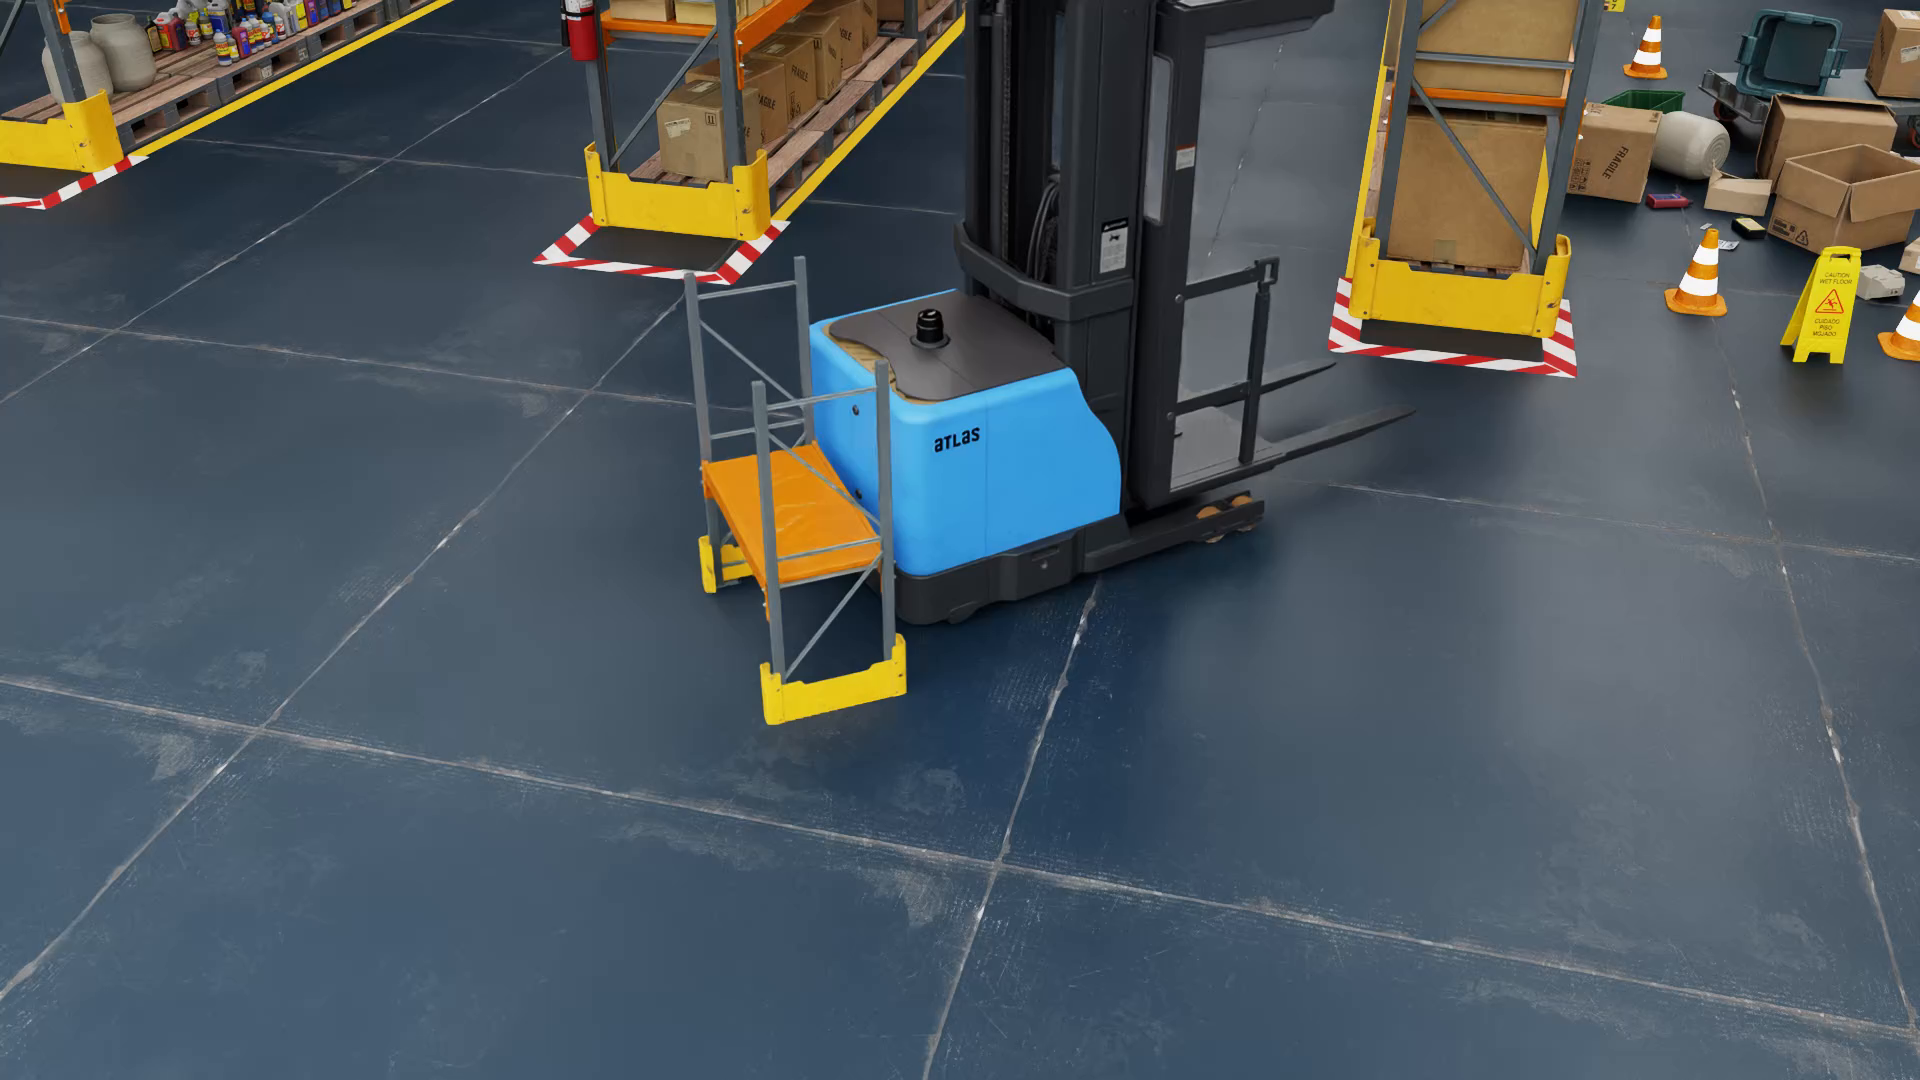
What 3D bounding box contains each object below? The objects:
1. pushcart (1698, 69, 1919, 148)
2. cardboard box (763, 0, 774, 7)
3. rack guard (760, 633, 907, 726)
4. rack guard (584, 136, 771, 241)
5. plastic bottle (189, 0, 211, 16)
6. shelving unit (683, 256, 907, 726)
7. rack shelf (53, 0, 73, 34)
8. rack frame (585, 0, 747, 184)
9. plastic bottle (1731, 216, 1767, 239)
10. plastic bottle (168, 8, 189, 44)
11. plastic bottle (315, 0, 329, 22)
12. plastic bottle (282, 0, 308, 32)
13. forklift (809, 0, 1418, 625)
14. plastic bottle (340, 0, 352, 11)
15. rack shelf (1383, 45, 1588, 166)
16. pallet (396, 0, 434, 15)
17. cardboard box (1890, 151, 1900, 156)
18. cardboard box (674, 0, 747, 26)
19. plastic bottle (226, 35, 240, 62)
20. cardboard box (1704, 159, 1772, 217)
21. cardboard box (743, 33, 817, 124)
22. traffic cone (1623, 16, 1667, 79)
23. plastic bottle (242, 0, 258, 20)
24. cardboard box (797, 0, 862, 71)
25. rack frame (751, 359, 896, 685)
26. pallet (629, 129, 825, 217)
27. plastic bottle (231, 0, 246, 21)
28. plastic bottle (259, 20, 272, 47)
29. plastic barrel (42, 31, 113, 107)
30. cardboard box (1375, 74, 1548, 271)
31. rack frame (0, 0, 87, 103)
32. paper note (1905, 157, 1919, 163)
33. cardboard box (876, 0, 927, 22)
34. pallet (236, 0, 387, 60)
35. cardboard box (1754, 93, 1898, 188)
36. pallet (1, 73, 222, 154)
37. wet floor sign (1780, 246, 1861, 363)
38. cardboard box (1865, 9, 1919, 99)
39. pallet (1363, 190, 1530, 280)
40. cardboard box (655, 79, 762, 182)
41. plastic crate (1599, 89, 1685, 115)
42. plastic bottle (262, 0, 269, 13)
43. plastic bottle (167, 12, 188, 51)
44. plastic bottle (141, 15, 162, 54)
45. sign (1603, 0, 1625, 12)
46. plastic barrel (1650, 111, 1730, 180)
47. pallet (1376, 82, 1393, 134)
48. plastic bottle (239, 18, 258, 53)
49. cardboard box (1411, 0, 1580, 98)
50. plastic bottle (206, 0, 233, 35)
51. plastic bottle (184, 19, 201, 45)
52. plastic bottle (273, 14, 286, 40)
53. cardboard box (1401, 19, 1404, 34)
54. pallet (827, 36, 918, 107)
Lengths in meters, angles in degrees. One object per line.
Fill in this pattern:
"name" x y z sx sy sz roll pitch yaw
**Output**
"pushcart" 6.515 -3.236 12.488 1.648 0.377 0.936 -3 33 -4
"cardboard box" -1.404 -3.596 10.844 0.380 0.149 0.250 8 33 12
"rack guard" -0.501 0.556 6.643 0.587 0.250 0.087 -12 34 -18
"rack guard" -1.848 -2.316 10.927 1.175 0.500 0.348 8 33 12
"plastic bottle" -6.405 -4.468 14.042 0.144 0.351 0.185 8 33 12
"shelving unit" -0.682 -0.221 6.699 0.587 1.500 1.083 -12 34 -18
"rack shelf" -6.150 -4.740 13.081 1.077 0.370 4.000 8 33 12
"rack frame" -1.867 -3.331 10.194 1.000 3.000 0.127 8 33 12
"plastic bottle" 5.171 -2.062 10.937 0.133 0.061 0.283 -3 33 -4
"plastic bottle" -6.490 -4.254 13.774 0.152 0.276 0.135 7 33 11
"plastic bottle" -5.576 -4.676 14.369 0.144 0.351 0.185 6 33 10
"plastic bottle" -5.658 -4.509 14.105 0.144 0.351 0.185 8 33 12
"forklift" 0.835 -1.450 7.300 3.031 2.935 1.130 -18 36 -25
"plastic bottle" -5.446 -4.826 14.668 0.061 0.283 0.133 10 34 15
"rack shelf" 3.412 -3.338 10.875 1.077 0.370 4.000 8 33 12
"pallet" -5.481 -5.317 15.918 1.003 0.211 1.213 8 33 12
"cardboard box" 6.451 -2.774 11.865 0.258 0.266 0.396 -14 35 -21
"cardboard box" -1.564 -3.341 10.443 0.380 0.149 0.250 8 33 12
"plastic bottle" -5.870 -3.963 13.386 0.097 0.201 0.097 0 32 0
"cardboard box" 5.265 -2.383 11.251 0.396 0.266 0.258 14 35 21
"cardboard box" -1.397 -3.413 12.261 0.500 0.500 0.500 11 34 17
"traffic cone" 5.721 -4.099 13.767 0.336 0.463 0.334 8 33 12
"plastic bottle" -6.169 -4.662 14.420 0.097 0.271 0.097 0 32 0
"cardboard box" -1.130 -4.029 13.230 0.500 0.500 0.500 19 37 27
"rack frame" -0.494 0.038 6.292 0.500 1.500 0.032 -12 34 -18
"pallet" -1.608 -2.611 11.660 1.003 0.211 1.213 8 33 12
"plastic bottle" -6.297 -4.689 14.389 0.144 0.351 0.185 7 33 10
"plastic bottle" -5.759 -4.190 13.743 0.097 0.201 0.097 0 32 0
"plastic barrel" -6.565 -3.485 12.364 0.421 0.512 0.421 0 32 0
"cardboard box" 3.013 -2.245 10.075 0.875 0.875 0.875 8 33 13
"rack frame" -6.658 -4.006 11.255 1.000 3.000 0.127 8 33 12
"paper note" 6.949 -2.762 12.066 0.148 0.019 0.142 8 33 12
"cardboard box" -0.675 -4.854 14.509 0.700 0.500 0.500 6 33 9
"pallet" -5.854 -4.562 14.729 1.003 0.211 1.213 8 33 12
"cardboard box" 5.945 -2.729 11.446 0.797 0.637 0.503 8 33 12
"pallet" -6.473 -3.296 12.737 1.003 0.211 1.213 8 33 12
"wet floor sign" 4.813 -1.326 9.234 0.267 0.644 0.232 3 33 4
"cardboard box" 7.004 -3.549 12.161 0.500 0.500 0.500 8 33 12
"pallet" 3.032 -1.852 10.467 1.003 0.211 1.213 8 33 12
"cardboard box" -1.693 -2.776 11.258 0.500 0.500 0.500 14 35 21
"plastic crate" 5.143 -3.248 12.631 0.662 0.188 0.450 -28 32 -37
"plastic bottle" -5.806 -4.411 14.014 0.061 0.283 0.133 8 33 12
"plastic bottle" -6.422 -4.171 13.636 0.061 0.283 0.133 8 33 12
"plastic bottle" -6.604 -4.121 13.558 0.061 0.283 0.133 9 33 14
"sign" 3.440 -2.924 8.672 0.100 0.325 0.005 8 33 12
"plastic barrel" 5.116 -2.795 11.751 0.421 0.421 0.512 -21 38 -29
"pallet" 3.651 -3.119 12.459 1.003 0.211 1.213 8 33 12
"plastic bottle" -5.810 -4.116 13.562 0.097 0.271 0.097 0 32 0
"cardboard box" 2.955 -2.866 9.322 0.875 0.550 0.550 8 33 12
"plastic bottle" -6.255 -4.430 14.051 0.152 0.276 0.135 8 33 12
"plastic bottle" -6.365 -4.215 13.783 0.097 0.201 0.097 0 32 0
"plastic bottle" -5.707 -4.297 13.911 0.097 0.201 0.097 0 32 0
"cardboard box" 3.467 -3.175 11.537 0.875 0.875 0.875 8 33 13
"pallet" -0.988 -3.877 13.652 1.003 0.211 1.213 8 33 12
